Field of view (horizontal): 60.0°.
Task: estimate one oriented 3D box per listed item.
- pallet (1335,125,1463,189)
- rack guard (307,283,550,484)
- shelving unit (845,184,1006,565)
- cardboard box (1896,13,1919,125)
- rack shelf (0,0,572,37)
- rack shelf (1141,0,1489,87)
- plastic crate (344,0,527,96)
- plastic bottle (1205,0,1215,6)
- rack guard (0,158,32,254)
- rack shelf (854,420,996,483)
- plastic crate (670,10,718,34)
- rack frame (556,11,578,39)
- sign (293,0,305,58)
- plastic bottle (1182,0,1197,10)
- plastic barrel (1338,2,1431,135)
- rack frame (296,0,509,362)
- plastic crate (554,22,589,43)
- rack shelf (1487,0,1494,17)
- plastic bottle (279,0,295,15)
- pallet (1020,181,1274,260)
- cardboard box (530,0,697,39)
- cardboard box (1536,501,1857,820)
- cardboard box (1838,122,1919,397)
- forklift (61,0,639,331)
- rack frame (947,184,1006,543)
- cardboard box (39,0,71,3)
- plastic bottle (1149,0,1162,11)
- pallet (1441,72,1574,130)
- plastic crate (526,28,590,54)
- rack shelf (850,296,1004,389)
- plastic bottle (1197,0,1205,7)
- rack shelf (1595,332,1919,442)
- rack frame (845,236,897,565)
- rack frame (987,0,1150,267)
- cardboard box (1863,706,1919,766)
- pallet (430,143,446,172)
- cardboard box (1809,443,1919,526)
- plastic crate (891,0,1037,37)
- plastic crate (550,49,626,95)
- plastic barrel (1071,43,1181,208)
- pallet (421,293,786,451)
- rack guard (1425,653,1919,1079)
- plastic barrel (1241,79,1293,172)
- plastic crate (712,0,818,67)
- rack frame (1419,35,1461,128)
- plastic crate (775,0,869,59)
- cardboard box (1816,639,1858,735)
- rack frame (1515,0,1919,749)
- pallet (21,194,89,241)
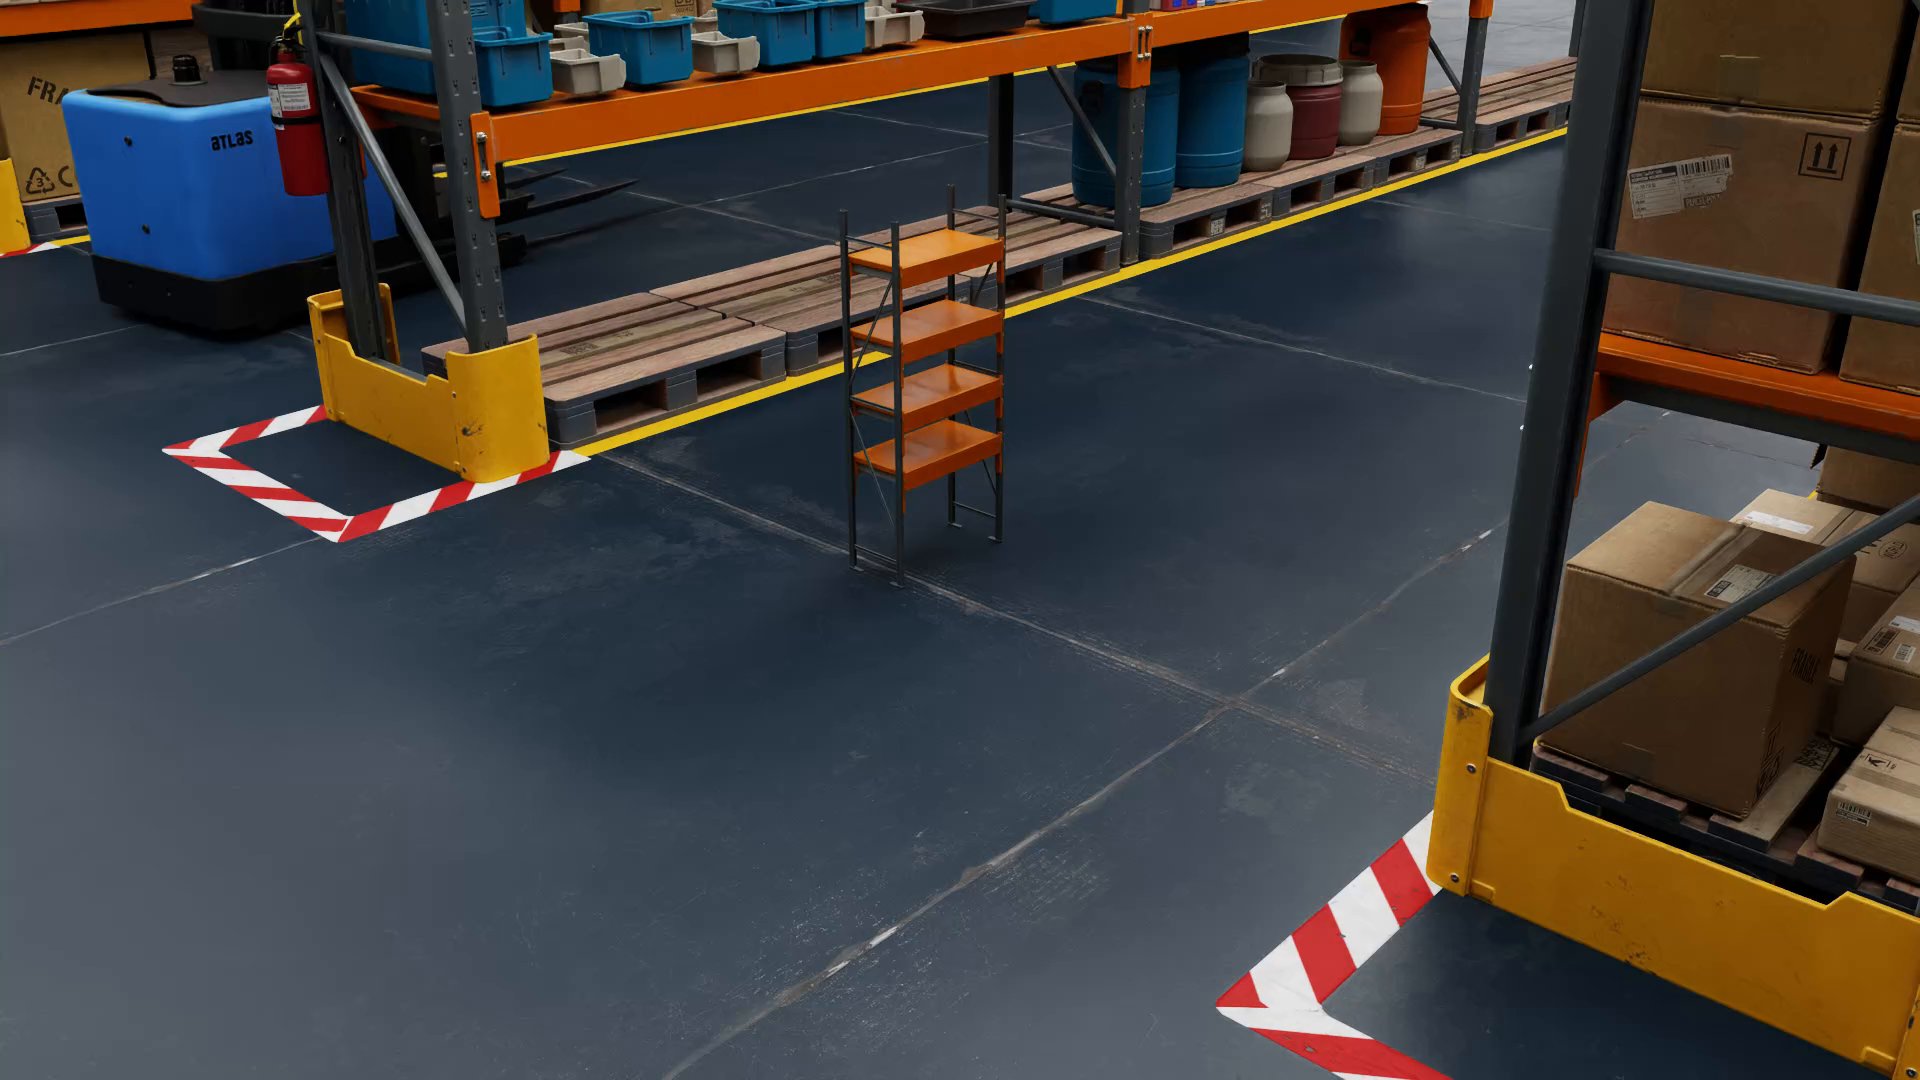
[{"bbox_3d":[2.743,-2.705,11.525,1.003,0.211,1.213,20,31,38],"label":"pallet"},{"bbox_3d":[-2.107,-0.640,6.566,1.175,0.500,0.348,20,31,38],"label":"rack guard"},{"bbox_3d":[-0.109,-0.498,5.394,0.258,1.200,0.499,20,31,38],"label":"shelving unit"},{"bbox_3d":[2.078,-1.003,2.976,0.500,0.500,0.500,21,32,39],"label":"cardboard box"},{"bbox_3d":[-4.455,-3.425,10.602,1.077,0.370,4.000,20,31,38],"label":"rack shelf"},{"bbox_3d":[1.903,-3.291,10.304,1.077,0.370,4.000,20,31,38],"label":"rack shelf"},{"bbox_3d":[-2.017,-1.988,6.401,0.616,0.435,0.499,20,31,38],"label":"plastic crate"},{"bbox_3d":[1.348,-3.057,9.059,0.097,0.271,0.097,0,24,0],"label":"plastic bottle"},{"bbox_3d":[-5.805,-1.996,9.591,1.175,0.500,0.348,20,31,38],"label":"rack guard"},{"bbox_3d":[-0.110,-0.290,5.485,0.221,0.050,0.457,20,31,38],"label":"rack shelf"},{"bbox_3d":[-1.136,-2.268,7.390,0.298,0.136,0.250,20,31,38],"label":"plastic crate"},{"bbox_3d":[-3.120,-4.363,11.814,1.000,3.000,0.127,20,31,38],"label":"rack frame"},{"bbox_3d":[-2.521,-2.011,6.370,0.100,0.325,0.005,20,31,38],"label":"sign"},{"bbox_3d":[1.220,-2.993,8.901,0.061,0.283,0.133,20,31,38],"label":"plastic bottle"},{"bbox_3d":[2.924,-3.277,11.531,0.600,0.830,0.708,20,31,38],"label":"plastic barrel"},{"bbox_3d":[-2.101,-1.792,6.079,1.000,3.000,0.127,20,31,38],"label":"rack frame"},{"bbox_3d":[-1.487,-2.081,6.973,0.396,0.136,0.243,20,31,38],"label":"plastic crate"},{"bbox_3d":[4.573,-4.510,13.022,1.077,0.370,4.000,20,31,38],"label":"rack shelf"},{"bbox_3d":[-3.296,-2.283,8.387,0.171,1.395,0.111,20,31,38],"label":"plastic bottle"},{"bbox_3d":[1.115,-1.962,9.867,1.003,0.211,1.213,20,31,38],"label":"pallet"},{"bbox_3d":[-2.708,-3.785,12.610,1.225,0.875,0.875,20,31,38],"label":"cardboard box"},{"bbox_3d":[1.765,0.269,4.001,0.500,0.500,0.500,20,31,38],"label":"cardboard box"},{"bbox_3d":[2.078,-0.547,3.181,0.500,0.500,0.500,21,32,39],"label":"cardboard box"},{"bbox_3d":[-3.039,-2.868,8.564,1.130,2.935,3.031,15,28,30],"label":"forklift"},{"bbox_3d":[0.052,-0.571,5.558,0.240,1.200,0.015,20,31,38],"label":"rack frame"},{"bbox_3d":[-5.137,-3.126,9.362,0.380,0.149,0.250,20,31,37],"label":"cardboard box"},{"bbox_3d":[1.072,-3.019,8.877,0.144,0.351,0.185,20,31,38],"label":"plastic bottle"},{"bbox_3d":[4.599,-3.552,13.414,1.003,0.211,1.213,20,31,38],"label":"pallet"},{"bbox_3d":[-1.692,-1.996,6.785,0.396,0.136,0.243,20,31,38],"label":"plastic crate"},{"bbox_3d":[-0.110,-0.640,5.328,0.258,0.148,0.480,20,31,38],"label":"rack shelf"},{"bbox_3d":[1.284,-2.996,9.008,0.097,0.201,0.097,0,24,0],"label":"plastic bottle"},{"bbox_3d":[2.920,-0.841,4.512,0.919,0.052,3.809,20,31,38],"label":"rack shelf"},{"bbox_3d":[-0.274,-0.423,5.227,0.228,1.046,0.006,20,31,38],"label":"rack frame"},{"bbox_3d":[0.569,-3.010,8.797,1.000,3.000,0.127,20,31,38],"label":"rack frame"},{"bbox_3d":[2.288,0.544,3.795,0.380,0.166,0.250,20,31,38],"label":"cardboard box"},{"bbox_3d":[-3.686,-2.880,11.915,1.003,0.211,1.213,20,31,38],"label":"pallet"},{"bbox_3d":[3.005,-0.144,4.919,0.797,0.503,0.637,20,31,38],"label":"cardboard box"},{"bbox_3d":[0.022,-2.498,7.917,0.437,0.125,0.590,20,31,38],"label":"plastic crate"},{"bbox_3d":[-1.415,-1.759,6.256,0.250,0.136,0.298,20,31,38],"label":"plastic crate"},{"bbox_3d":[0.944,-2.405,9.500,0.600,0.901,0.708,20,31,38],"label":"plastic barrel"},{"bbox_3d":[-1.522,-0.760,7.187,1.003,0.211,1.213,20,31,38],"label":"pallet"},{"bbox_3d":[1.636,0.680,3.623,1.175,0.500,0.348,20,31,38],"label":"rack guard"},{"bbox_3d":[1.860,-2.591,10.390,0.421,0.512,0.421,0,24,0],"label":"plastic barrel"},{"bbox_3d":[-0.812,-2.129,6.963,0.416,0.233,0.300,20,31,38],"label":"plastic crate"},{"bbox_3d":[3.236,-4.230,11.517,0.949,2.616,0.053,20,31,38],"label":"rack frame"},{"bbox_3d":[-0.612,-2.220,7.167,0.416,0.233,0.300,20,31,38],"label":"plastic crate"},{"bbox_3d":[2.102,0.323,4.290,0.380,0.166,0.250,20,31,38],"label":"cardboard box"},{"bbox_3d":[1.588,-0.437,3.058,0.949,2.616,0.053,20,31,38],"label":"rack frame"},{"bbox_3d":[-5.314,-2.136,10.257,1.003,0.211,1.213,20,31,38],"label":"pallet"}]
